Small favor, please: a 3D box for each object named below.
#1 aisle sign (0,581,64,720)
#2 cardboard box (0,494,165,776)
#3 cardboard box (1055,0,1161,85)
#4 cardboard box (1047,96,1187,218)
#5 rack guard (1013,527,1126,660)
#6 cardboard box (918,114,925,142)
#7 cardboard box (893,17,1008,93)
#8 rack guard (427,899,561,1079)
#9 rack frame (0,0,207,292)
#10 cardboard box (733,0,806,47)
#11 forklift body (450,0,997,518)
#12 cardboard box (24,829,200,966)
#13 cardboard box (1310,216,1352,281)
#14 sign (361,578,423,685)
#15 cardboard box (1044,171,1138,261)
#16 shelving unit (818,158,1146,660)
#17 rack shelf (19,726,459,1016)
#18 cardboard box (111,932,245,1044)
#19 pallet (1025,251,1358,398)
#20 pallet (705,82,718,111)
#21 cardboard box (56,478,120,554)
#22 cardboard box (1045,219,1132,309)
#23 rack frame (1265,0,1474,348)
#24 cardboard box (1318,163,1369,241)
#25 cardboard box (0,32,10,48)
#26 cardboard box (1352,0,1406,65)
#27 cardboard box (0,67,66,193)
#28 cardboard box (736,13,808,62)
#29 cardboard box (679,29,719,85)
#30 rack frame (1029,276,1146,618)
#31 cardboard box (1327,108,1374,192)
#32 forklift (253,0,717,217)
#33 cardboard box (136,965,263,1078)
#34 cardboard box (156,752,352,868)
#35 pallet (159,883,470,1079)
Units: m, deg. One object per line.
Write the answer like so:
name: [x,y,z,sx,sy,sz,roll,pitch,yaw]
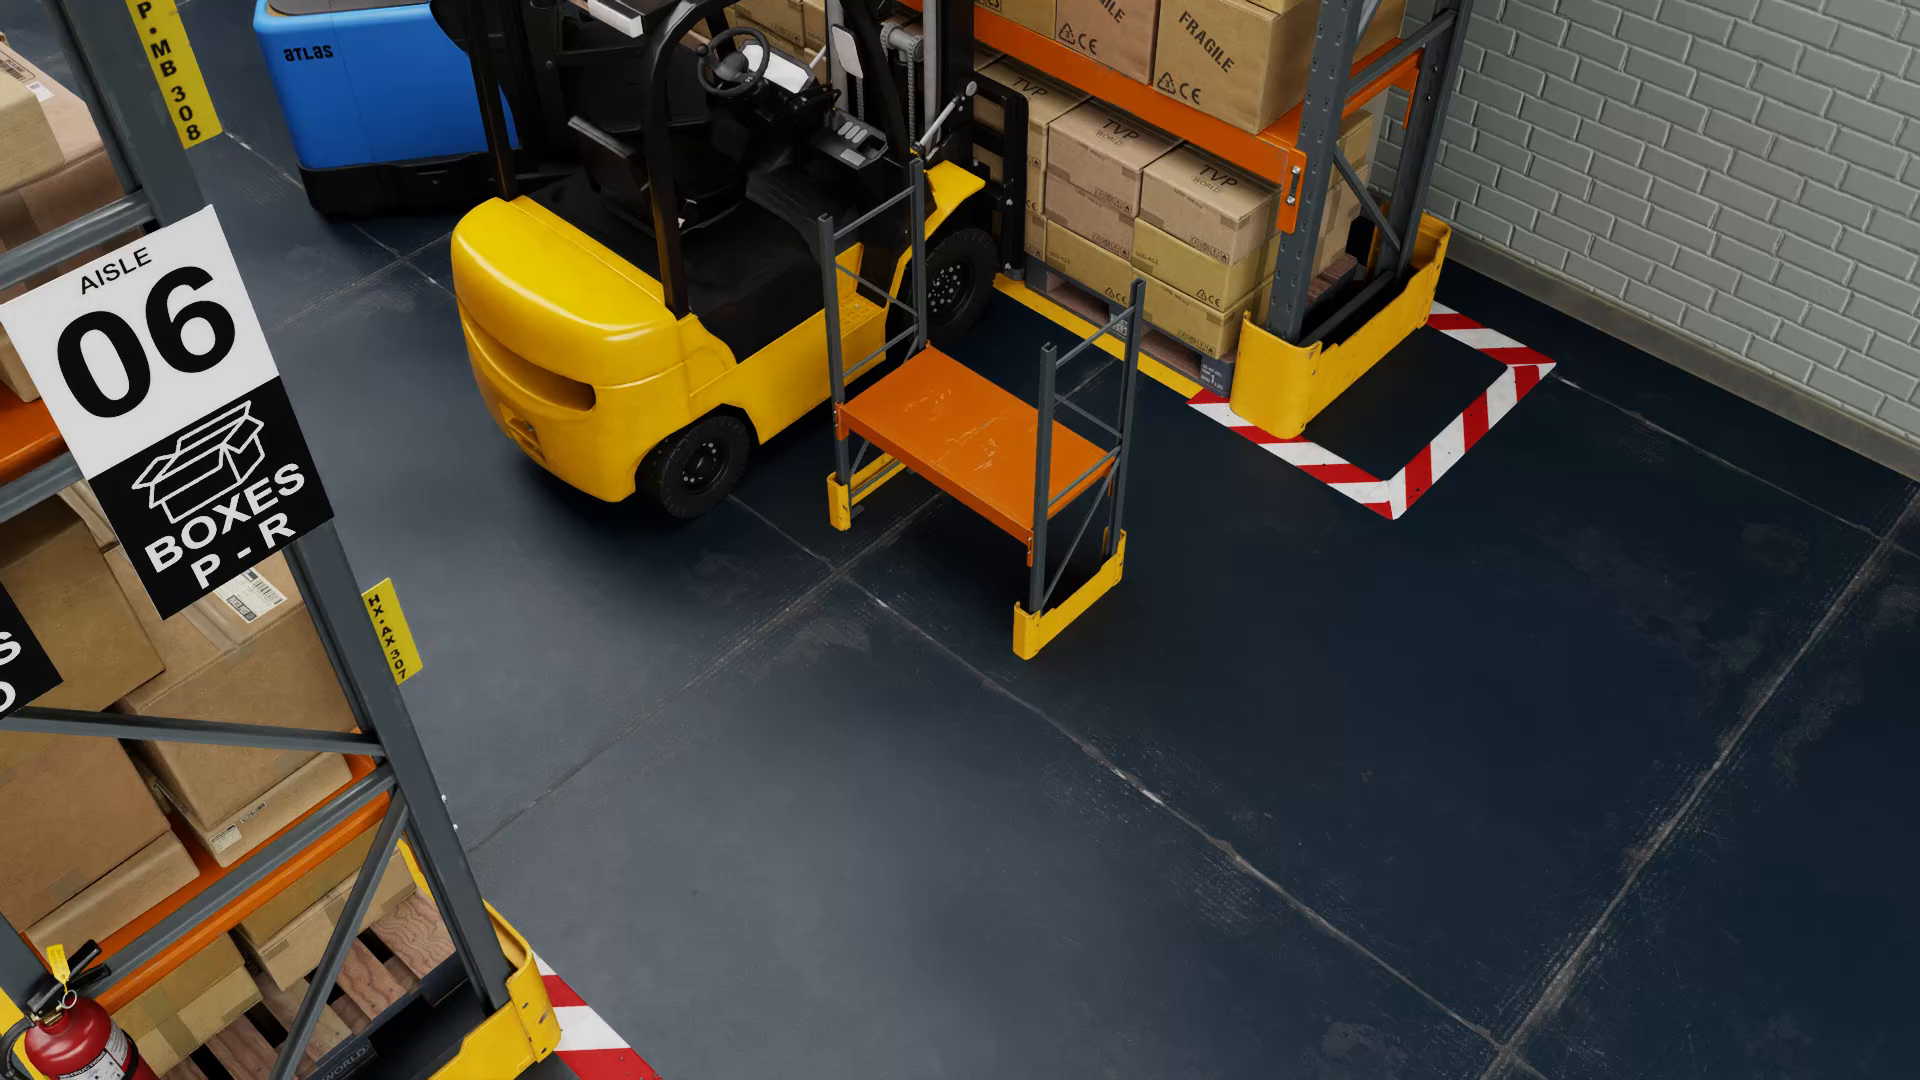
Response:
aisle sign: [-1.856,0.107,2.809,0.004,0.787,0.394,34,55,28]
cardboard box: [-2.228,0.197,3.549,0.500,0.500,0.700,33,55,27]
cardboard box: [0.745,-2.248,6.735,0.500,0.500,0.500,36,56,29]
cardboard box: [0.730,-1.705,7.205,0.500,0.250,0.500,35,56,28]
rack guard: [0.422,0.198,6.392,0.087,0.250,0.587,34,55,28]
cardboard box: [-0.030,-2.044,7.867,0.500,0.250,0.500,34,55,28]
cardboard box: [-0.015,-2.204,7.674,0.500,0.250,0.500,33,55,27]
rack guard: [-1.760,1.629,4.878,0.348,0.500,1.175,34,55,28]
rack frame: [-1.704,-1.243,1.744,0.127,3.000,1.000,34,55,28]
cardboard box: [-0.768,-2.707,8.146,0.500,0.250,0.500,34,55,28]
forklift body: [-0.971,-1.520,6.702,1.214,2.155,2.313,34,55,28]
cardboard box: [-2.124,0.827,4.089,0.250,0.149,0.380,36,56,29]
cardboard box: [1.431,-1.400,7.605,0.500,0.250,0.500,34,56,28]
sign: [-1.337,0.224,3.888,0.005,0.325,0.100,34,55,28]
cardboard box: [0.728,-1.551,7.404,0.500,0.250,0.500,33,55,27]
shelving unit: [0.056,-0.476,6.168,1.083,1.500,0.587,34,55,28]
rack shelf: [-3.174,0.068,5.122,4.000,0.370,1.077,34,55,28]
cardboard box: [-2.470,1.095,4.748,0.500,0.500,0.500,34,56,28]
pallet: [1.069,-1.251,7.780,1.213,0.211,1.003,34,55,28]
pallet: [-0.724,-2.458,8.913,1.213,0.211,1.003,34,55,28]
cardboard box: [-2.247,0.038,4.384,0.500,0.500,0.500,36,56,29]
cardboard box: [0.741,-1.367,7.574,0.500,0.250,0.500,34,55,28]
rack frame: [1.659,-1.850,6.430,0.127,3.000,1.000,34,55,28]
cardboard box: [1.455,-1.567,7.419,0.500,0.250,0.500,35,56,28]
cardboard box: [-2.257,-0.912,3.390,0.500,0.250,0.500,33,55,27]
cardboard box: [1.484,-2.278,6.763,0.500,0.500,0.500,36,56,29]
cardboard box: [-1.827,-0.688,2.906,0.250,0.149,0.380,34,55,27]
cardboard box: [-0.762,-2.549,8.341,0.500,0.250,0.500,34,55,27]
cardboard box: [-1.149,-2.614,8.745,0.500,0.250,0.500,34,56,28]
rack frame: [0.436,-0.220,5.928,0.032,1.500,0.500,34,55,28]
cardboard box: [1.435,-1.734,7.233,0.500,0.250,0.500,33,55,27]
forklift: [-1.807,-3.140,7.687,3.031,2.935,1.130,-8,47,-8]
cardboard box: [-2.499,1.341,5.031,0.500,0.250,0.500,34,55,28]
cardboard box: [-1.814,0.618,4.284,0.250,0.149,0.380,34,55,28]
pallet: [-2.333,1.307,5.378,1.213,0.211,1.003,34,55,28]
